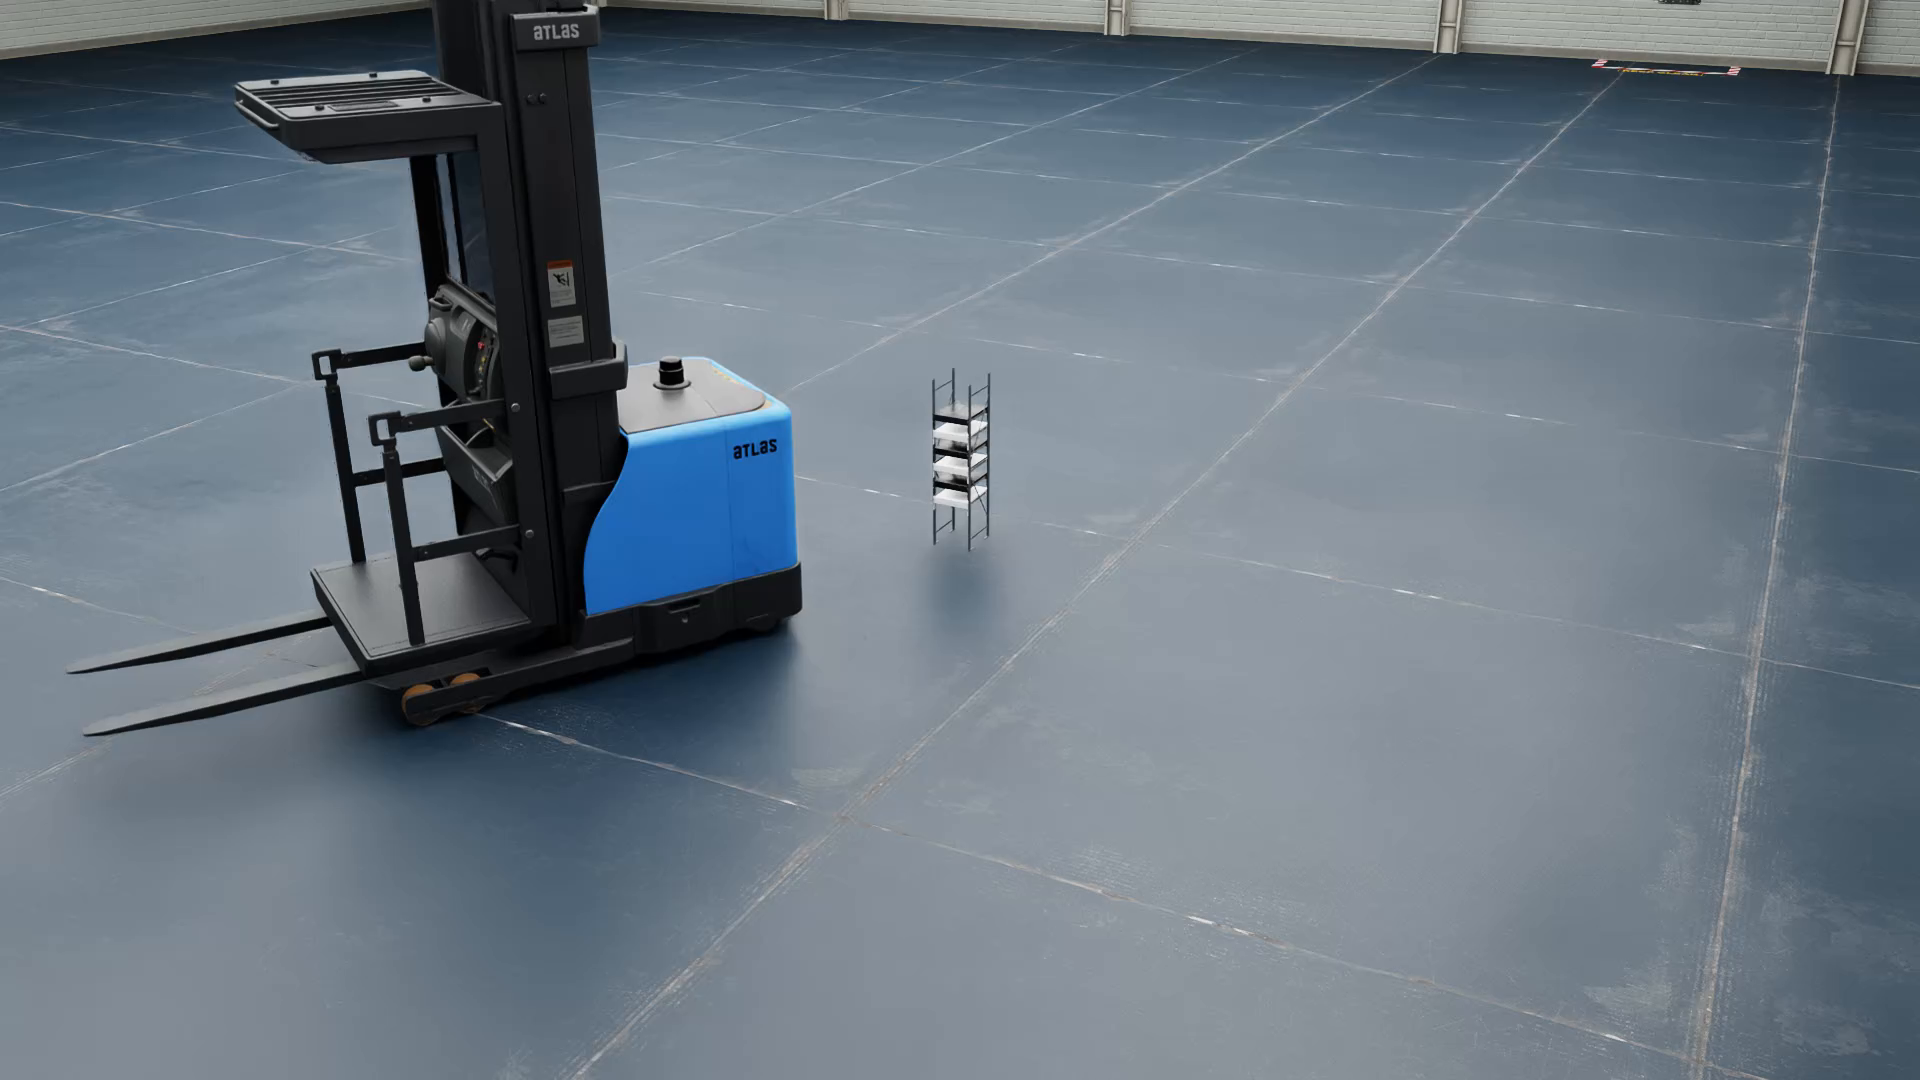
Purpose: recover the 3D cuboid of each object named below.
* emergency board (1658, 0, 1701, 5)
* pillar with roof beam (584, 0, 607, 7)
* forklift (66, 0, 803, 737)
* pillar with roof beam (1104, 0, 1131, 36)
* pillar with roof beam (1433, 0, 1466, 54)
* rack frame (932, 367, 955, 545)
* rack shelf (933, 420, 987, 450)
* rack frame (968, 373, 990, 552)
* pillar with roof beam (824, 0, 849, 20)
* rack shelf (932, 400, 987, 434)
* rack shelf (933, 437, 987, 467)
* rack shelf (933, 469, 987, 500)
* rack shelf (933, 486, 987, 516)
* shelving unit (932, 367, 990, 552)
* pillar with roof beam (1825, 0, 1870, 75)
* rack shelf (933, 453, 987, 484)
[{"bbox_3d":[11.421,-9.053,26.205,0.626,1.169,0.157,11,25,25],"label":"emergency board"},{"bbox_3d":[-9.752,-14.090,30.384,0.400,9.000,9.100,11,25,25],"label":"pillar with roof beam"},{"bbox_3d":[-2.264,-0.812,6.915,3.031,2.935,1.130,-14,27,-29],"label":"forklift"},{"bbox_3d":[0.957,-11.972,25.402,0.400,9.000,9.100,11,25,25],"label":"pillar with roof beam"},{"bbox_3d":[6.312,-10.912,22.910,0.400,9.000,9.100,11,25,25],"label":"pillar with roof beam"},{"bbox_3d":[-0.083,-0.431,8.613,0.006,0.900,0.240,11,25,25],"label":"rack frame"},{"bbox_3d":[0.007,-0.548,8.513,0.200,0.077,0.258,11,25,25],"label":"rack shelf"},{"bbox_3d":[0.098,-0.395,8.528,0.006,0.900,0.240,11,25,25],"label":"rack frame"},{"bbox_3d":[-4.398,-13.031,27.893,0.400,9.000,9.100,11,25,25],"label":"pillar with roof beam"},{"bbox_3d":[0.007,-0.630,8.478,0.200,0.077,0.258,11,25,25],"label":"rack shelf"},{"bbox_3d":[0.007,-0.465,8.548,0.200,0.077,0.258,11,25,25],"label":"rack shelf"},{"bbox_3d":[0.007,-0.299,8.619,0.200,0.077,0.258,11,25,25],"label":"rack shelf"},{"bbox_3d":[0.007,-0.216,8.654,0.200,0.077,0.258,11,25,25],"label":"rack shelf"},{"bbox_3d":[0.007,-0.413,8.571,0.210,0.900,0.258,11,25,25],"label":"shelving unit"},{"bbox_3d":[11.666,-9.853,20.419,0.400,9.000,9.100,11,25,25],"label":"pillar with roof beam"},{"bbox_3d":[0.007,-0.382,8.584,0.200,0.077,0.258,11,25,25],"label":"rack shelf"}]
